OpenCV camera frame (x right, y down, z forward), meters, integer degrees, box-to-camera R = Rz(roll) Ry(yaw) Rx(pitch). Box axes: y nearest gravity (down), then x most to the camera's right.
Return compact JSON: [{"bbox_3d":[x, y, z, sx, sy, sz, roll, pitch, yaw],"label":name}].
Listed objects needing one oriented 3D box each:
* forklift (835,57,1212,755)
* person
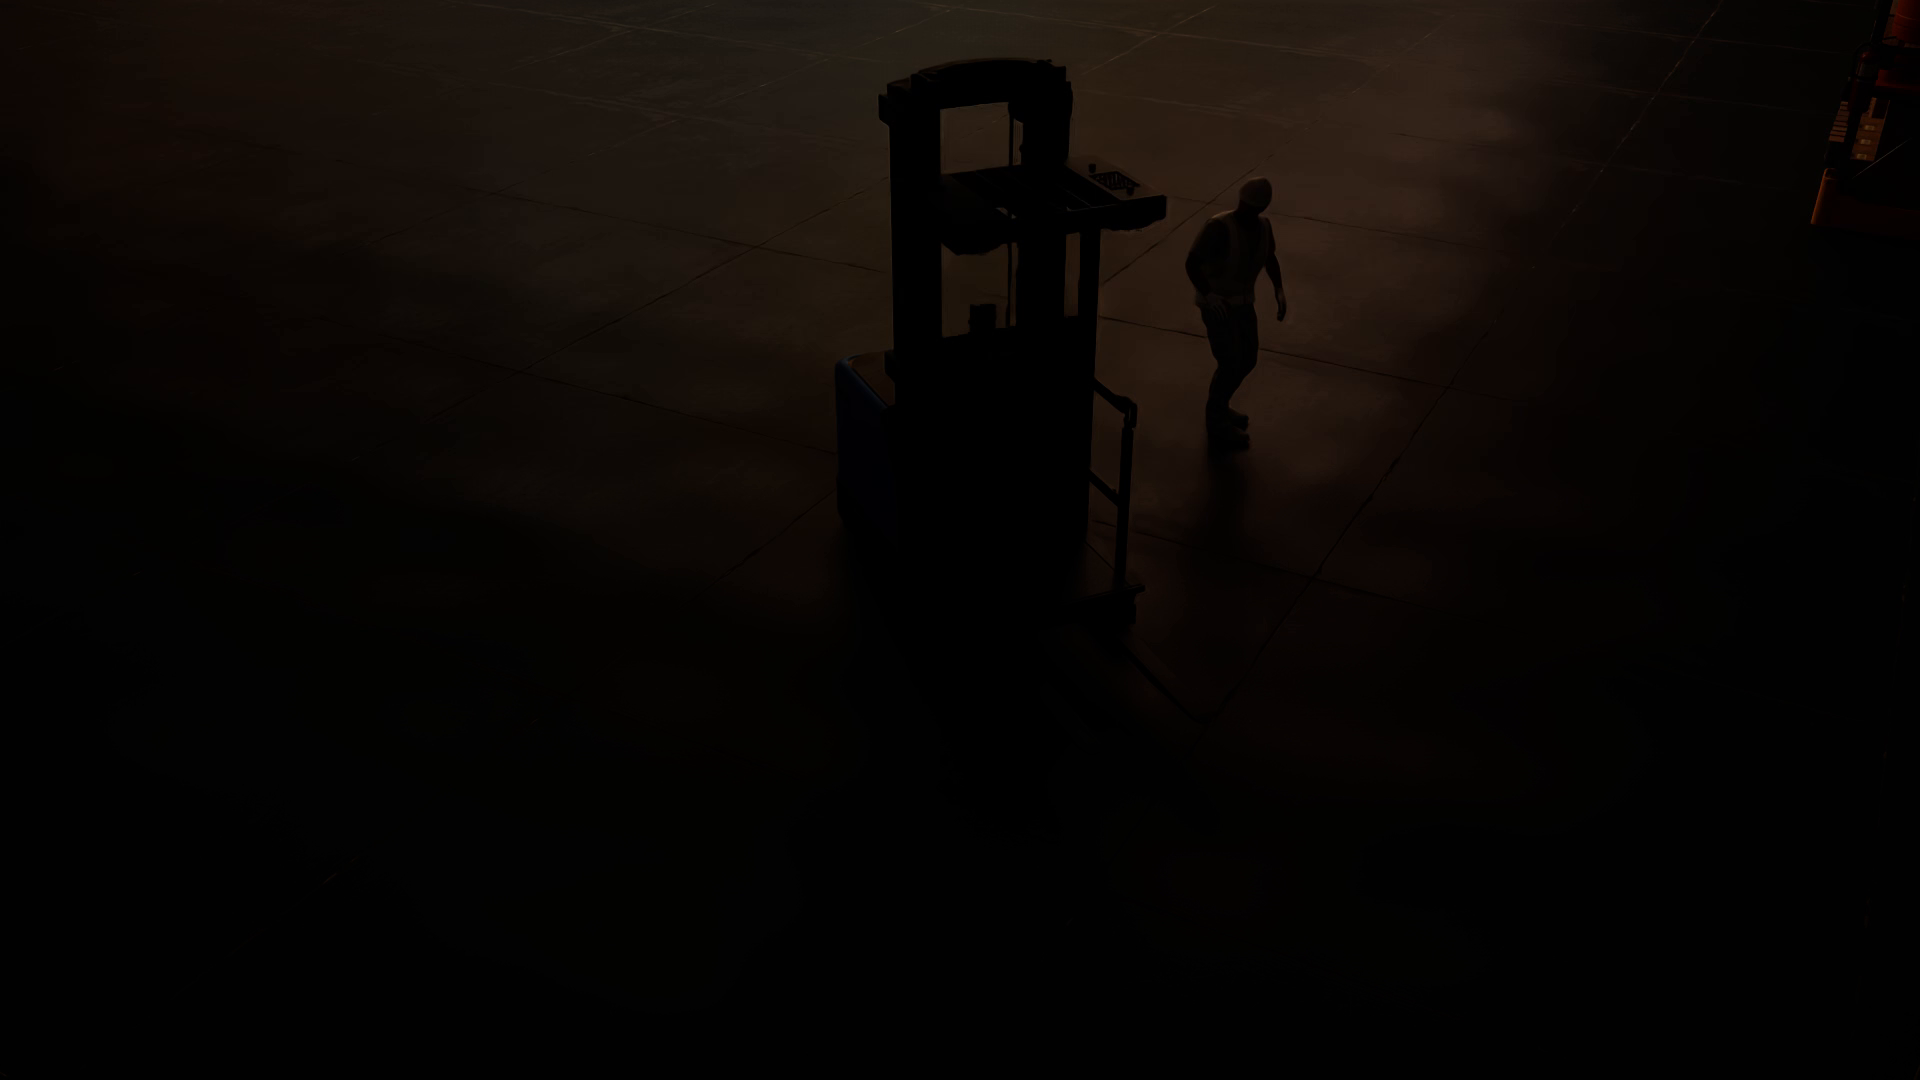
[{"bbox_3d":[0.309,-0.827,8.504,1.130,2.935,3.031,-12,32,-20],"label":"forklift"},{"bbox_3d":[1.851,-1.538,10.934,0.763,1.742,0.518,-26,39,-37],"label":"person"}]
